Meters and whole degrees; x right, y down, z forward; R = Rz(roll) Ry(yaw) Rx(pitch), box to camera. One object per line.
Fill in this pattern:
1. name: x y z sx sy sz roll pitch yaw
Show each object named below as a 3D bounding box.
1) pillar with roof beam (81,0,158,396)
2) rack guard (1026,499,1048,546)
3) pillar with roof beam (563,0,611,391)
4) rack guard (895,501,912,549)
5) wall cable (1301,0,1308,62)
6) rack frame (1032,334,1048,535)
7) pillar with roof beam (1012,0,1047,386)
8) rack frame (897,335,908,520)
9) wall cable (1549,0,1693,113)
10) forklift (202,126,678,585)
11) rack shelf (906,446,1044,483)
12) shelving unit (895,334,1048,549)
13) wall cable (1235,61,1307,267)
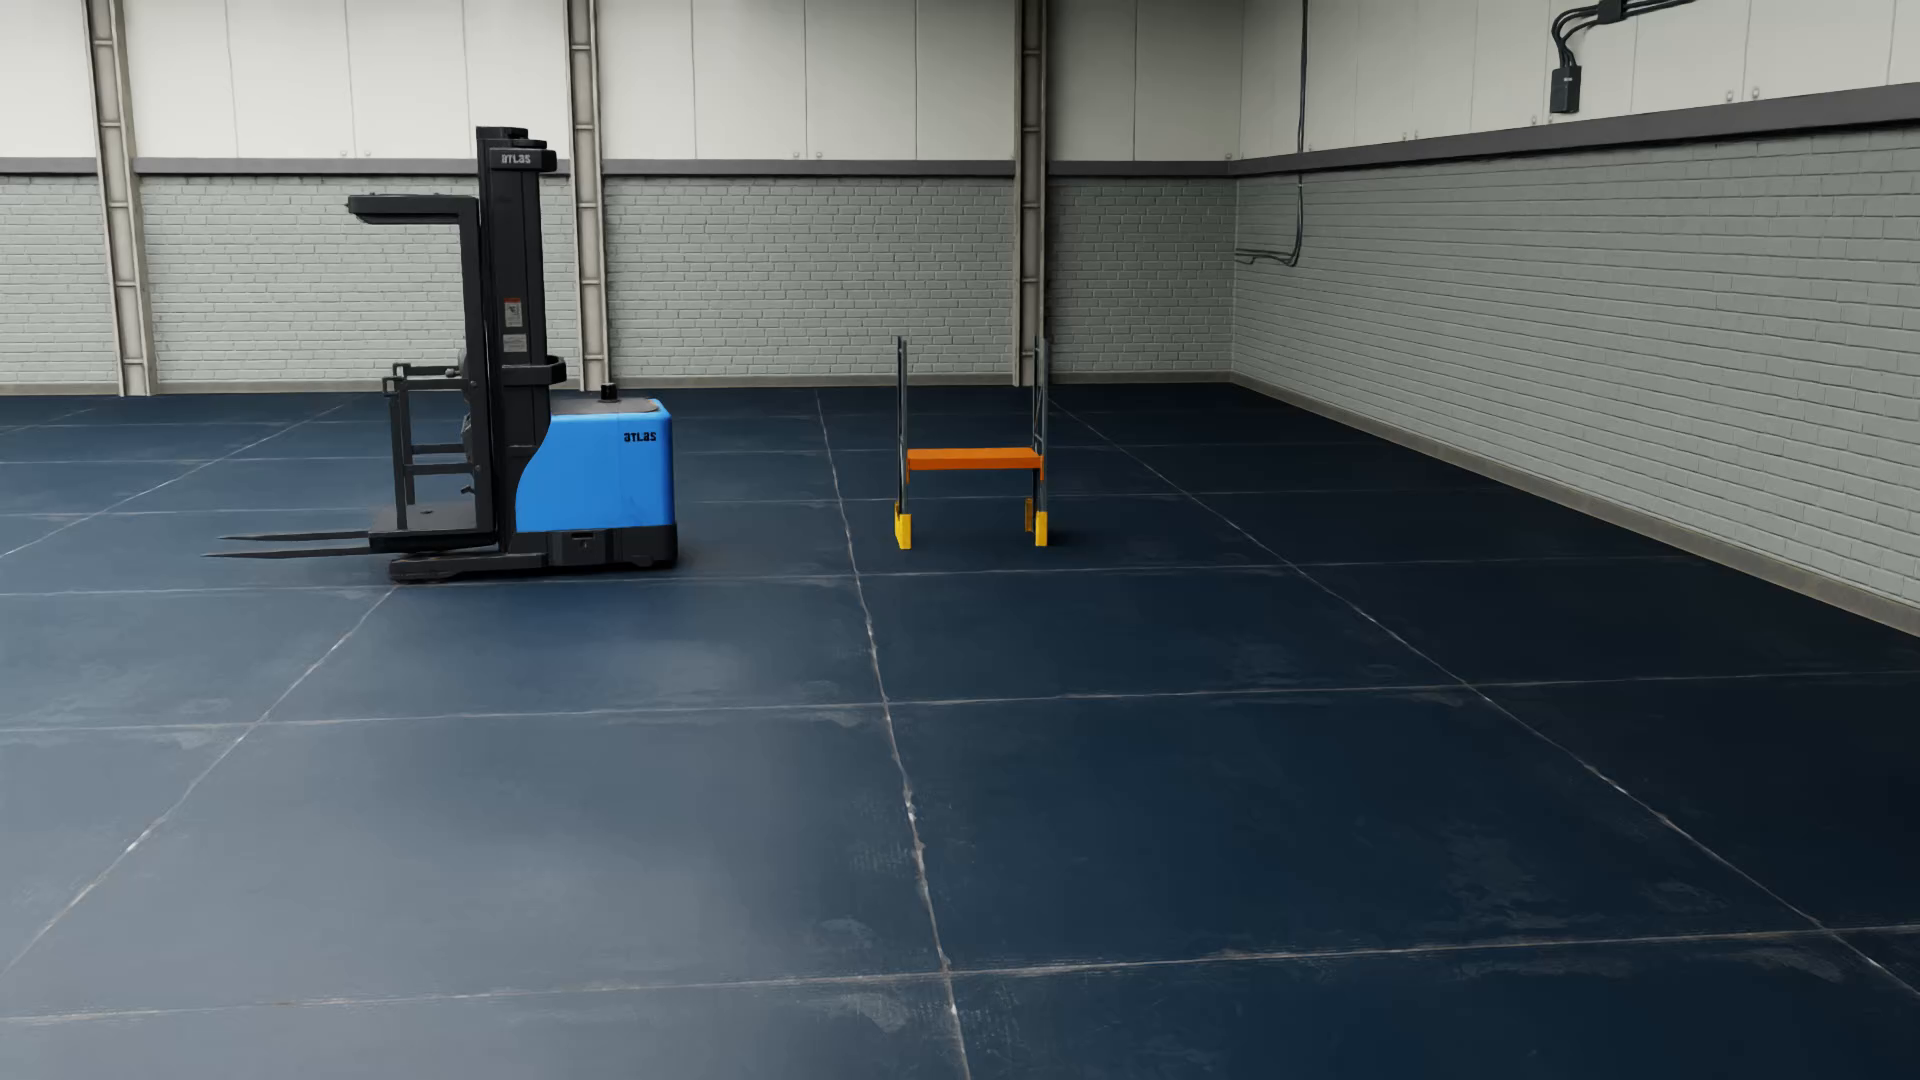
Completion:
1. pillar with roof beam: -10.507 -5.530 17.167 0.400 9.000 9.100 -1 11 -6
2. rack guard: 0.571 -0.135 12.405 0.087 0.250 0.587 -1 11 -6
3. pillar with roof beam: -4.542 -5.655 17.802 0.400 9.000 9.100 -1 11 -6
4. rack guard: -0.419 -0.114 12.299 0.087 0.250 0.587 -1 11 -6
5. wall cable: 4.322 -6.849 18.833 0.112 2.526 3.097 -1 11 -6
6. rack frame: 0.590 -0.748 12.286 0.032 1.500 0.500 -1 11 -6
7. pillar with roof beam: 1.423 -5.779 18.438 0.400 9.000 9.100 -1 11 -6
8. rack frame: -0.421 -0.727 12.179 0.032 1.500 0.500 -1 11 -6
9. wall cable: 5.039 -6.261 12.070 0.169 6.003 2.305 -1 11 -6
10. forklift: -3.508 -1.258 11.168 3.031 2.935 1.130 -3 12 -15
11. rack shelf: 0.085 -0.561 12.267 1.000 0.185 0.538 -1 11 -6
12. shelving unit: 0.076 -0.738 12.231 1.083 1.500 0.587 -1 11 -6
13. wall cable: 4.029 -4.889 21.959 0.112 2.526 3.097 -1 11 -6
